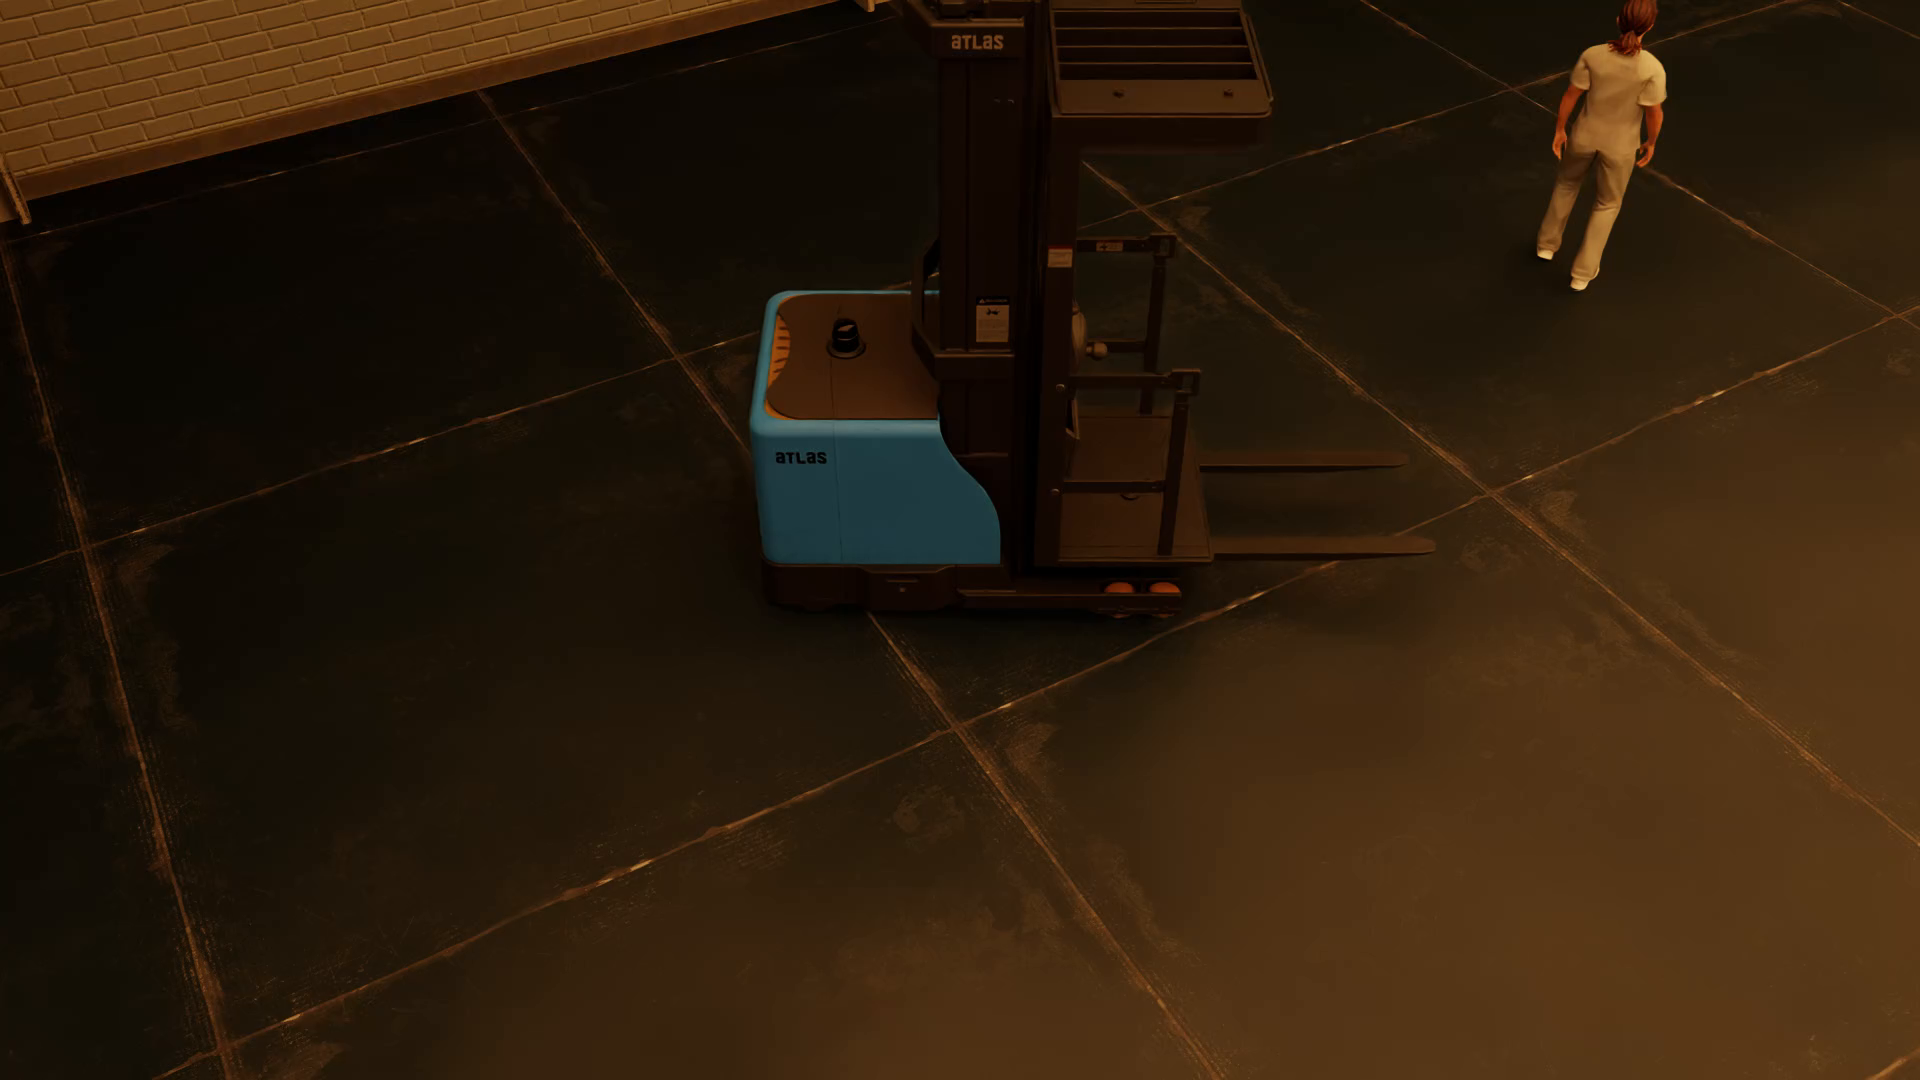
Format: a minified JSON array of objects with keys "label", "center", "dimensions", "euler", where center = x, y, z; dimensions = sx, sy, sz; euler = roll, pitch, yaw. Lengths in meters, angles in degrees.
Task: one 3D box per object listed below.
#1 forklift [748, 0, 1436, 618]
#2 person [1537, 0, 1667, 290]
[{"label":"forklift","center":[0.628,-1.089,6.872],"dimensions":[3.031,2.935,1.130],"euler":[0,43,0]},{"label":"person","center":[3.492,-2.155,8.990],"dimensions":[0.522,1.702,0.506],"euler":[24,48,24]}]
